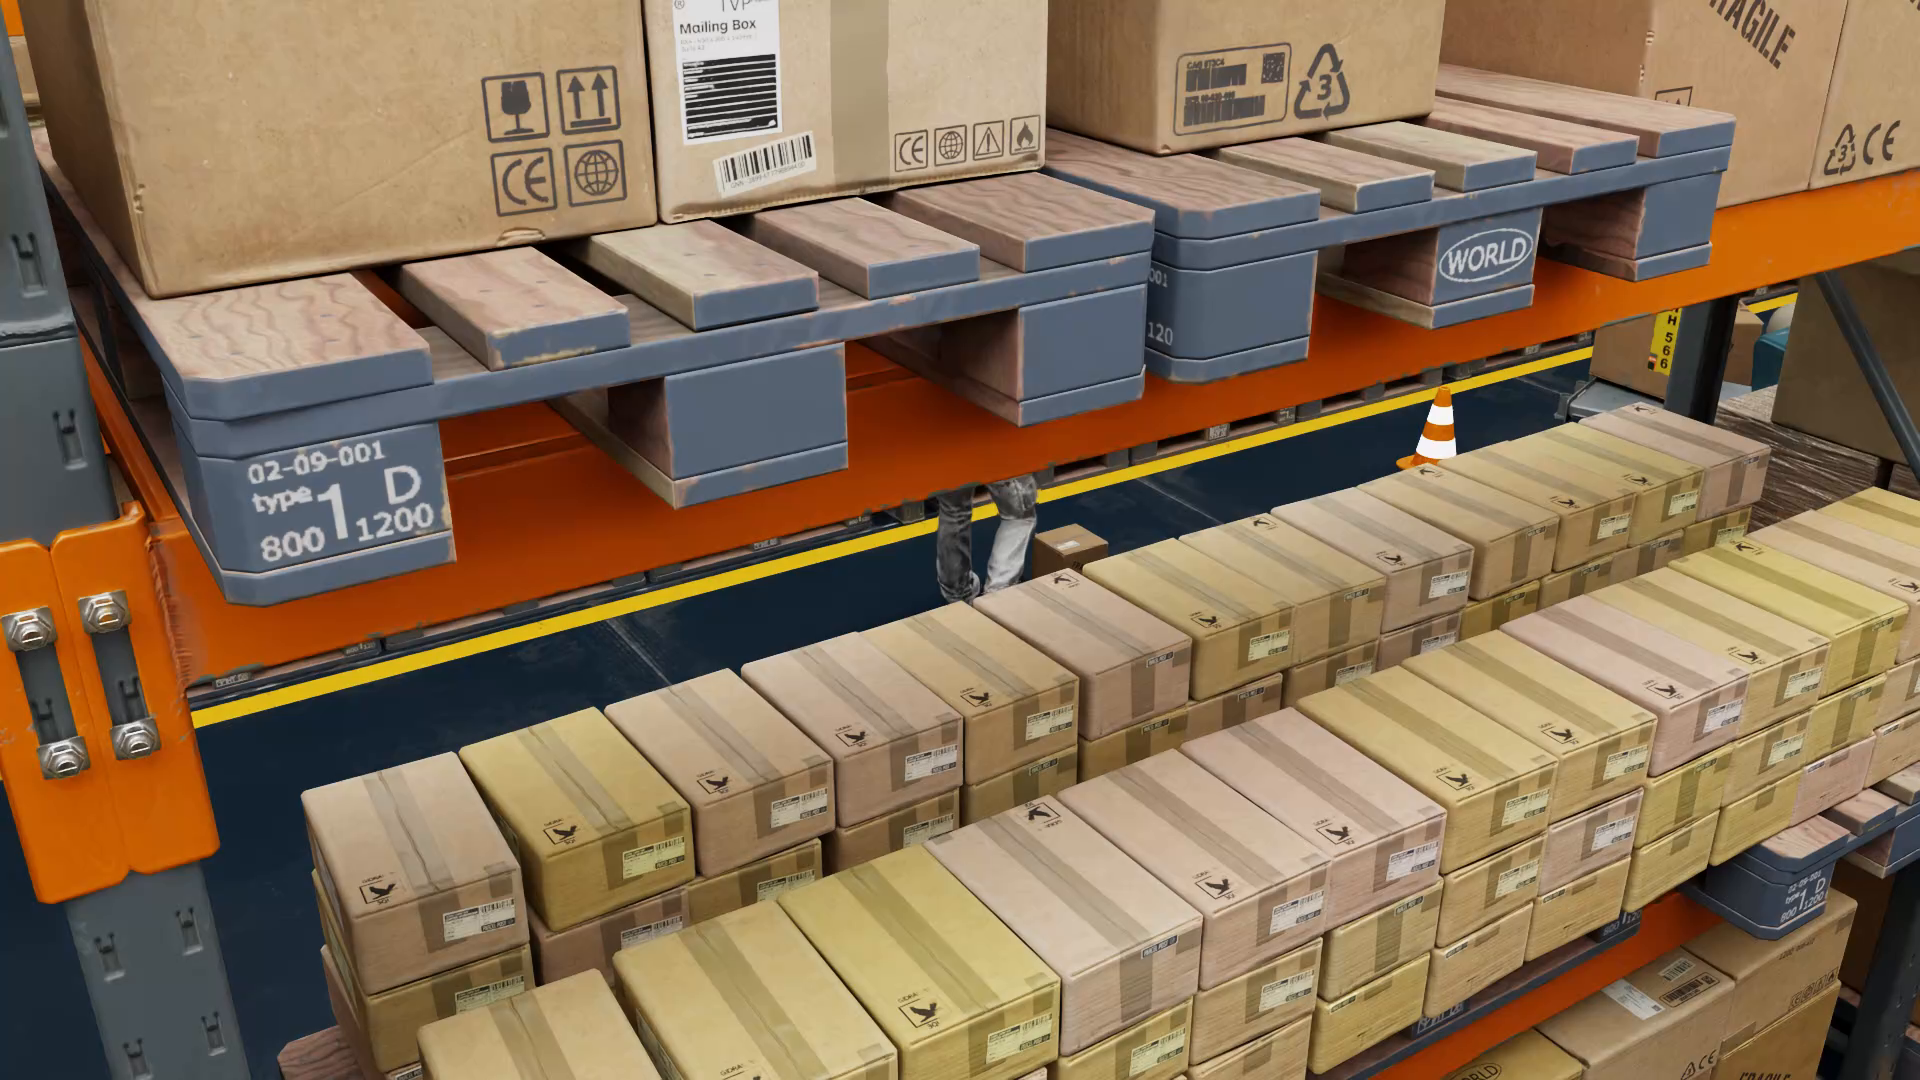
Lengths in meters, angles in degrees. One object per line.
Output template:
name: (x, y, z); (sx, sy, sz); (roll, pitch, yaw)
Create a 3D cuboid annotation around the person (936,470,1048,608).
person: (0.067, -0.475, 7.083); (0.641, 1.790, 0.516); (15, 29, 30)
